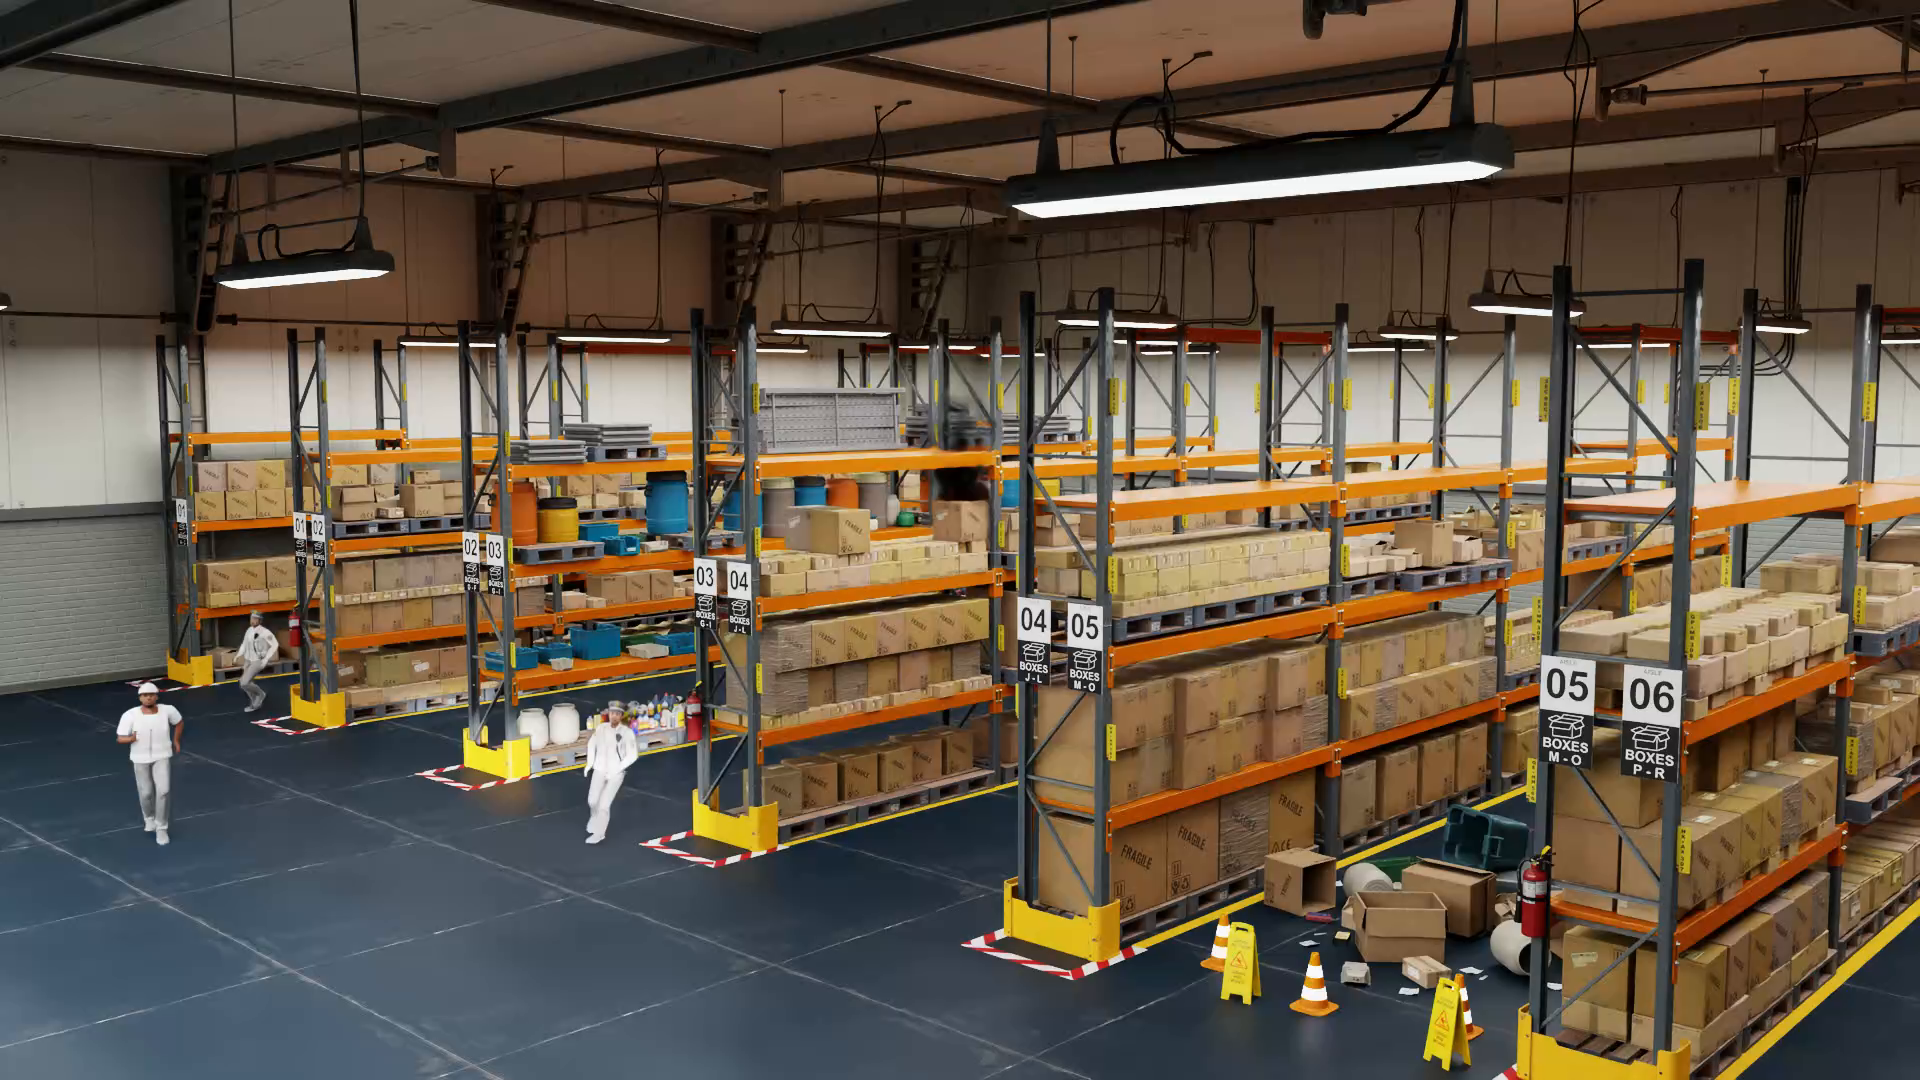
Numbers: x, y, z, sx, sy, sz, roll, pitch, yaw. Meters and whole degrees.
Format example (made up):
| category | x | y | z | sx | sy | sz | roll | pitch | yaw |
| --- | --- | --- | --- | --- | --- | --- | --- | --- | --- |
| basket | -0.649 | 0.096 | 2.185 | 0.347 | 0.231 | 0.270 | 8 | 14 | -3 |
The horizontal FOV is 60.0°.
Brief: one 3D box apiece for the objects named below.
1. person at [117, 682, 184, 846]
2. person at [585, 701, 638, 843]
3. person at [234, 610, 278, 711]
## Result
| category | x | y | z | sx | sy | sz | roll | pitch | yaw |
| --- | --- | --- | --- | --- | --- | --- | --- | --- | --- |
| person | -9.150 | 2.515 | 18.822 | 0.676 | 1.824 | 0.731 | -2 | 6 | -24 |
| person | -3.933 | 2.611 | 18.635 | 0.633 | 1.611 | 0.527 | 1 | 5 | 6 |
| person | -11.091 | 1.906 | 26.111 | 0.672 | 1.640 | 0.507 | 3 | 6 | 31 |
